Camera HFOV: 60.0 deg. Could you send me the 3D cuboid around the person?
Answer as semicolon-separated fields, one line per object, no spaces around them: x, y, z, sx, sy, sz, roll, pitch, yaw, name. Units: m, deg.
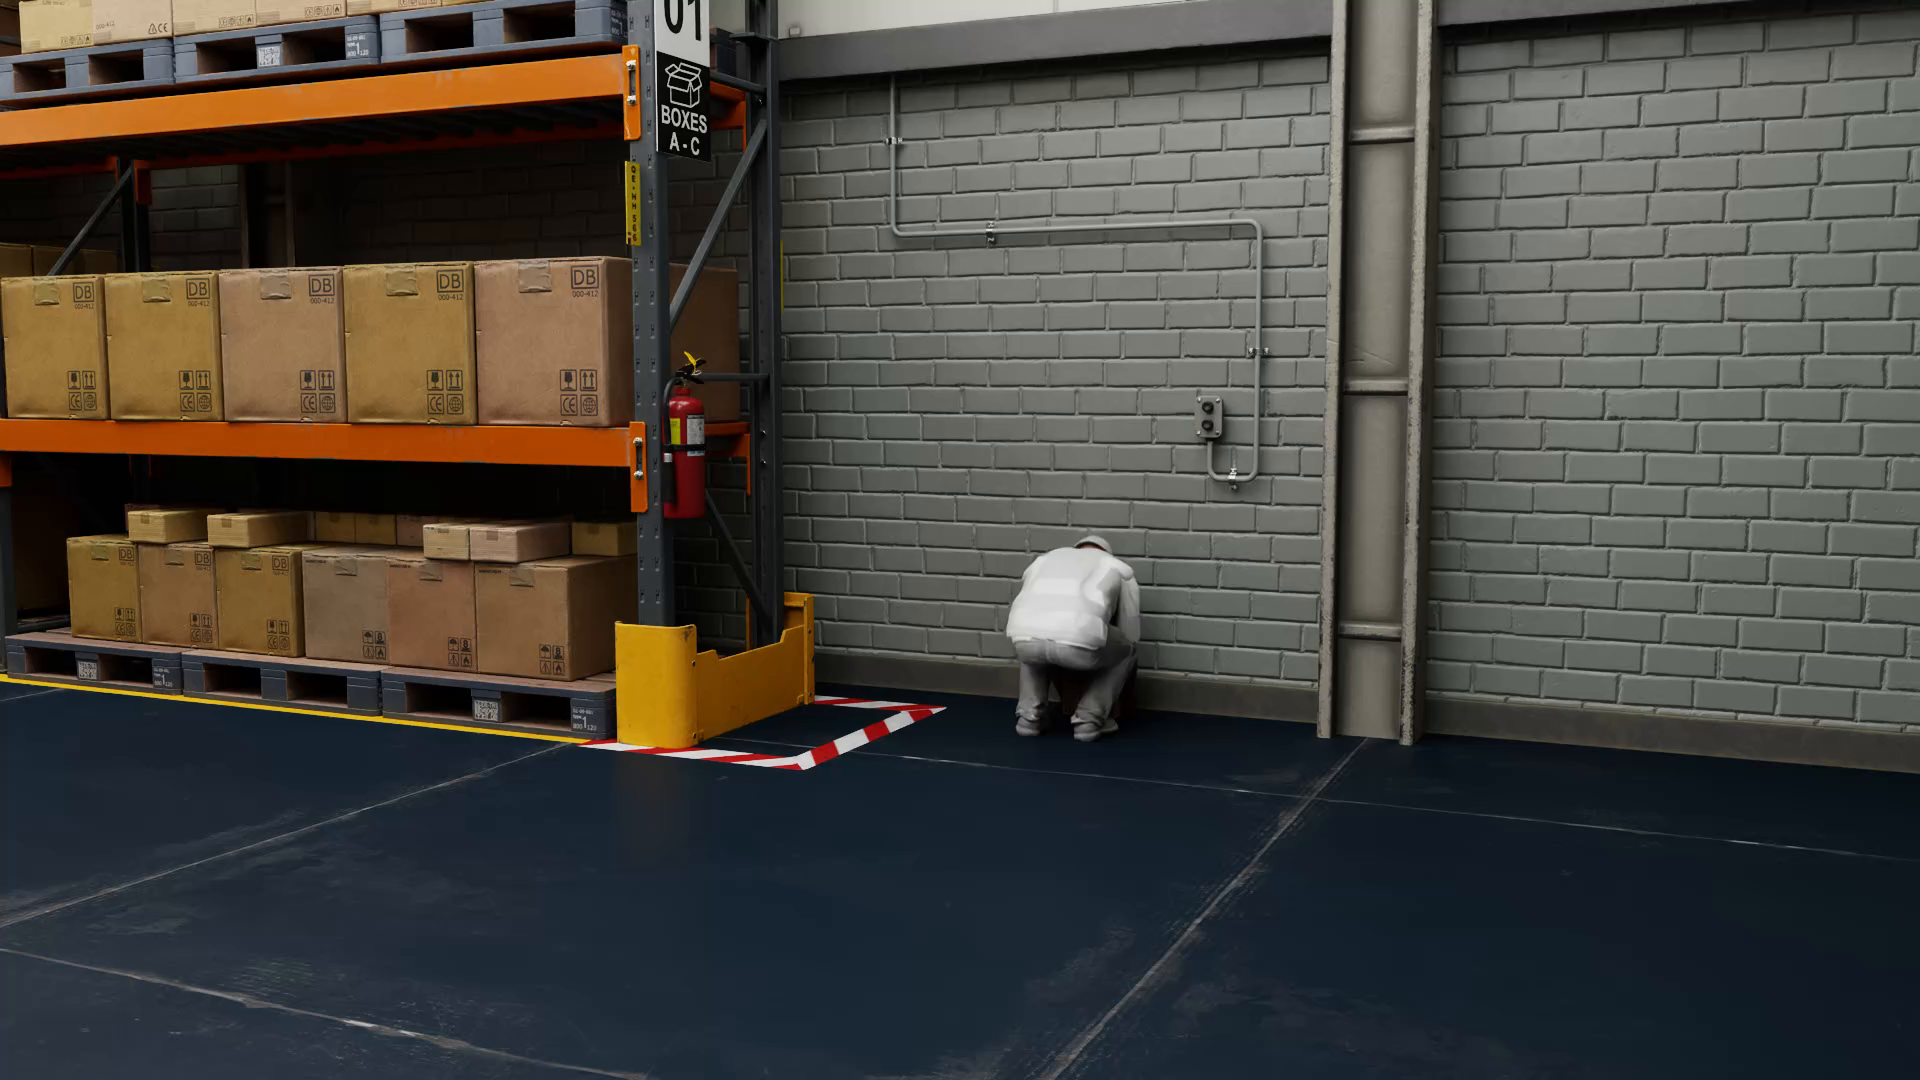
0.487;0.442;7.215;0.540;0.861;0.944;2;6;22;person
